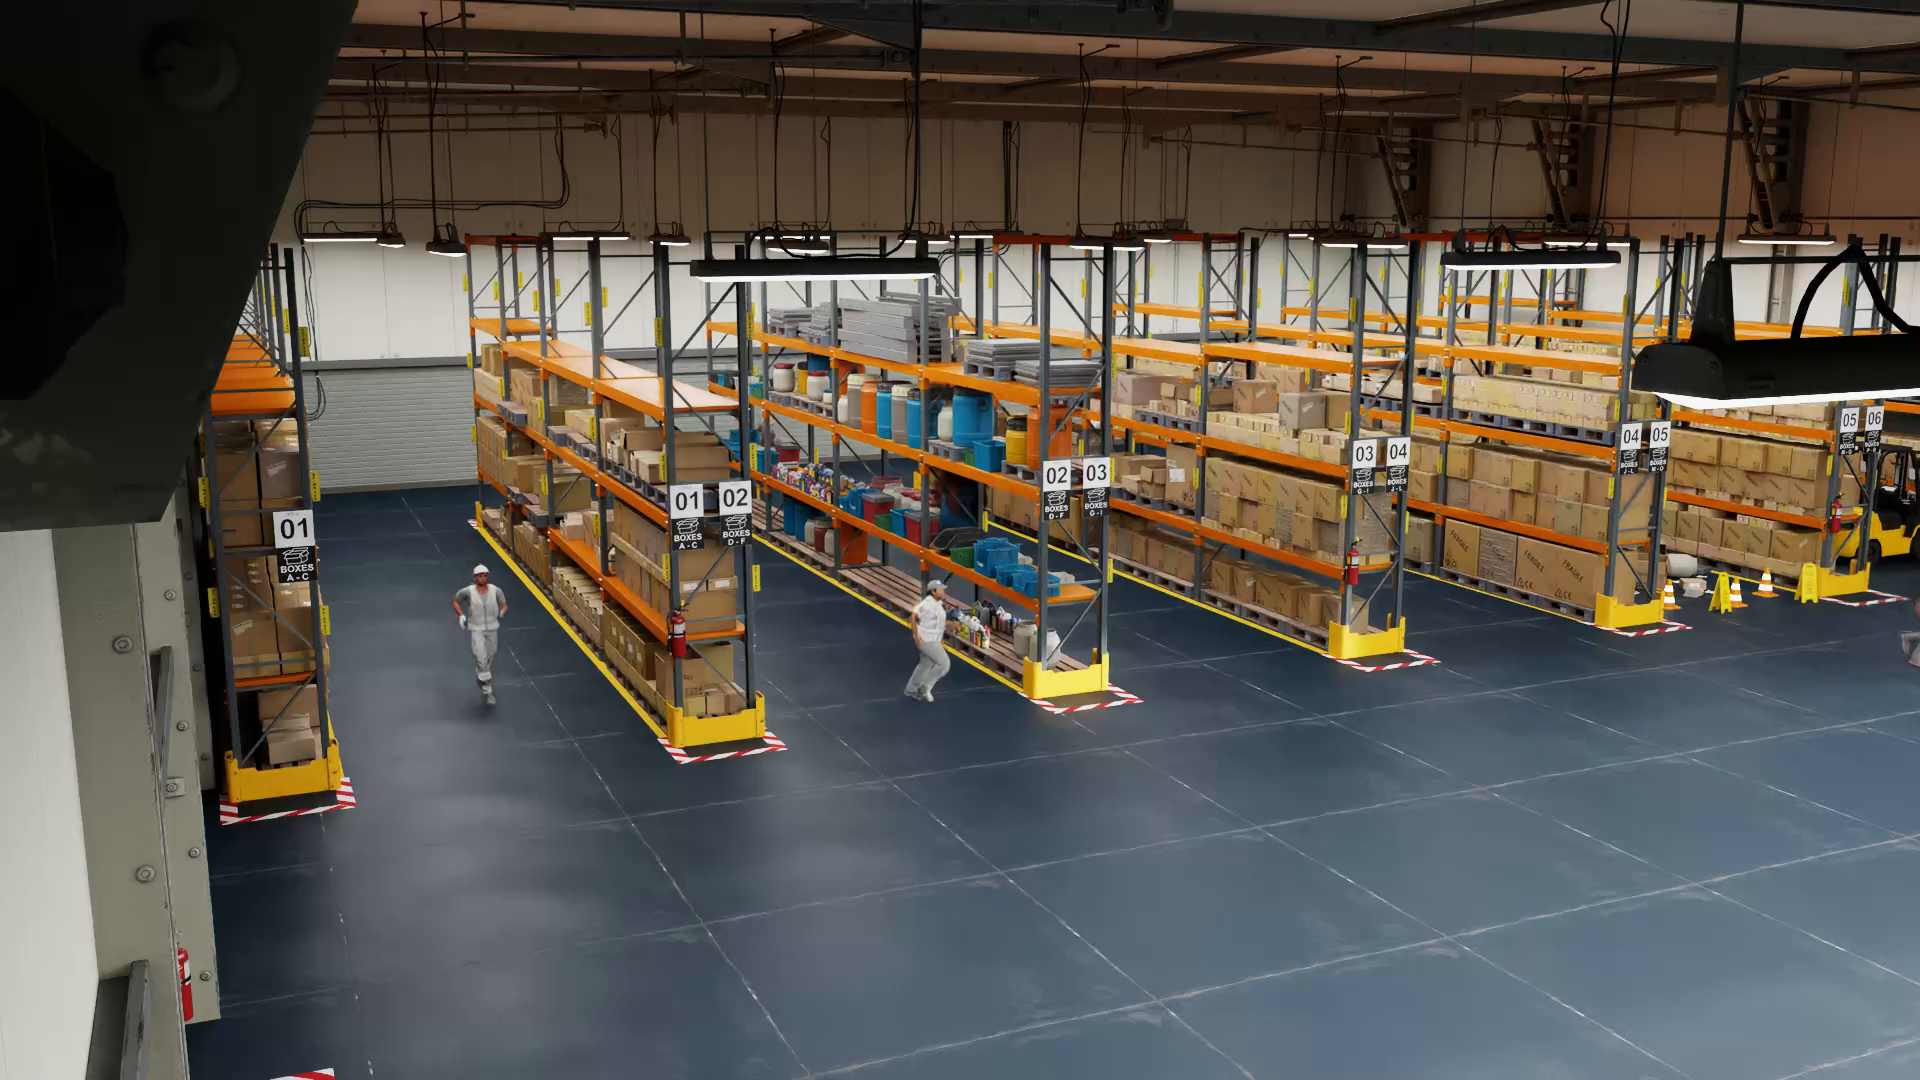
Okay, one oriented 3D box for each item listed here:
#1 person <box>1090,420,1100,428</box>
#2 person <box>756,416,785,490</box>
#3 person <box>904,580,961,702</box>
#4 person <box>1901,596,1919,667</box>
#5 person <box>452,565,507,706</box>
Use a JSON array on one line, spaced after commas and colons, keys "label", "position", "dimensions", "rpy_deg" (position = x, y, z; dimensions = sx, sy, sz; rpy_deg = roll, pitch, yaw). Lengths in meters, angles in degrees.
[{"label": "person", "position": [3.342, -2.468, 41.367], "dimensions": [0.732, 1.760, 0.743], "rpy_deg": [-10, 15, -42]}, {"label": "person", "position": [-4.512, -2.007, 39.046], "dimensions": [0.847, 1.642, 0.759], "rpy_deg": [-3, 11, -16]}, {"label": "person", "position": [-0.379, 1.333, 21.905], "dimensions": [0.775, 1.630, 0.641], "rpy_deg": [2, 11, 11]}, {"label": "person", "position": [13.843, 1.050, 23.703], "dimensions": [0.689, 1.574, 0.562], "rpy_deg": [5, 12, 23]}, {"label": "person", "position": [-6.327, 1.213, 22.086], "dimensions": [0.652, 1.805, 0.983], "rpy_deg": [-7, 13, -32]}]
